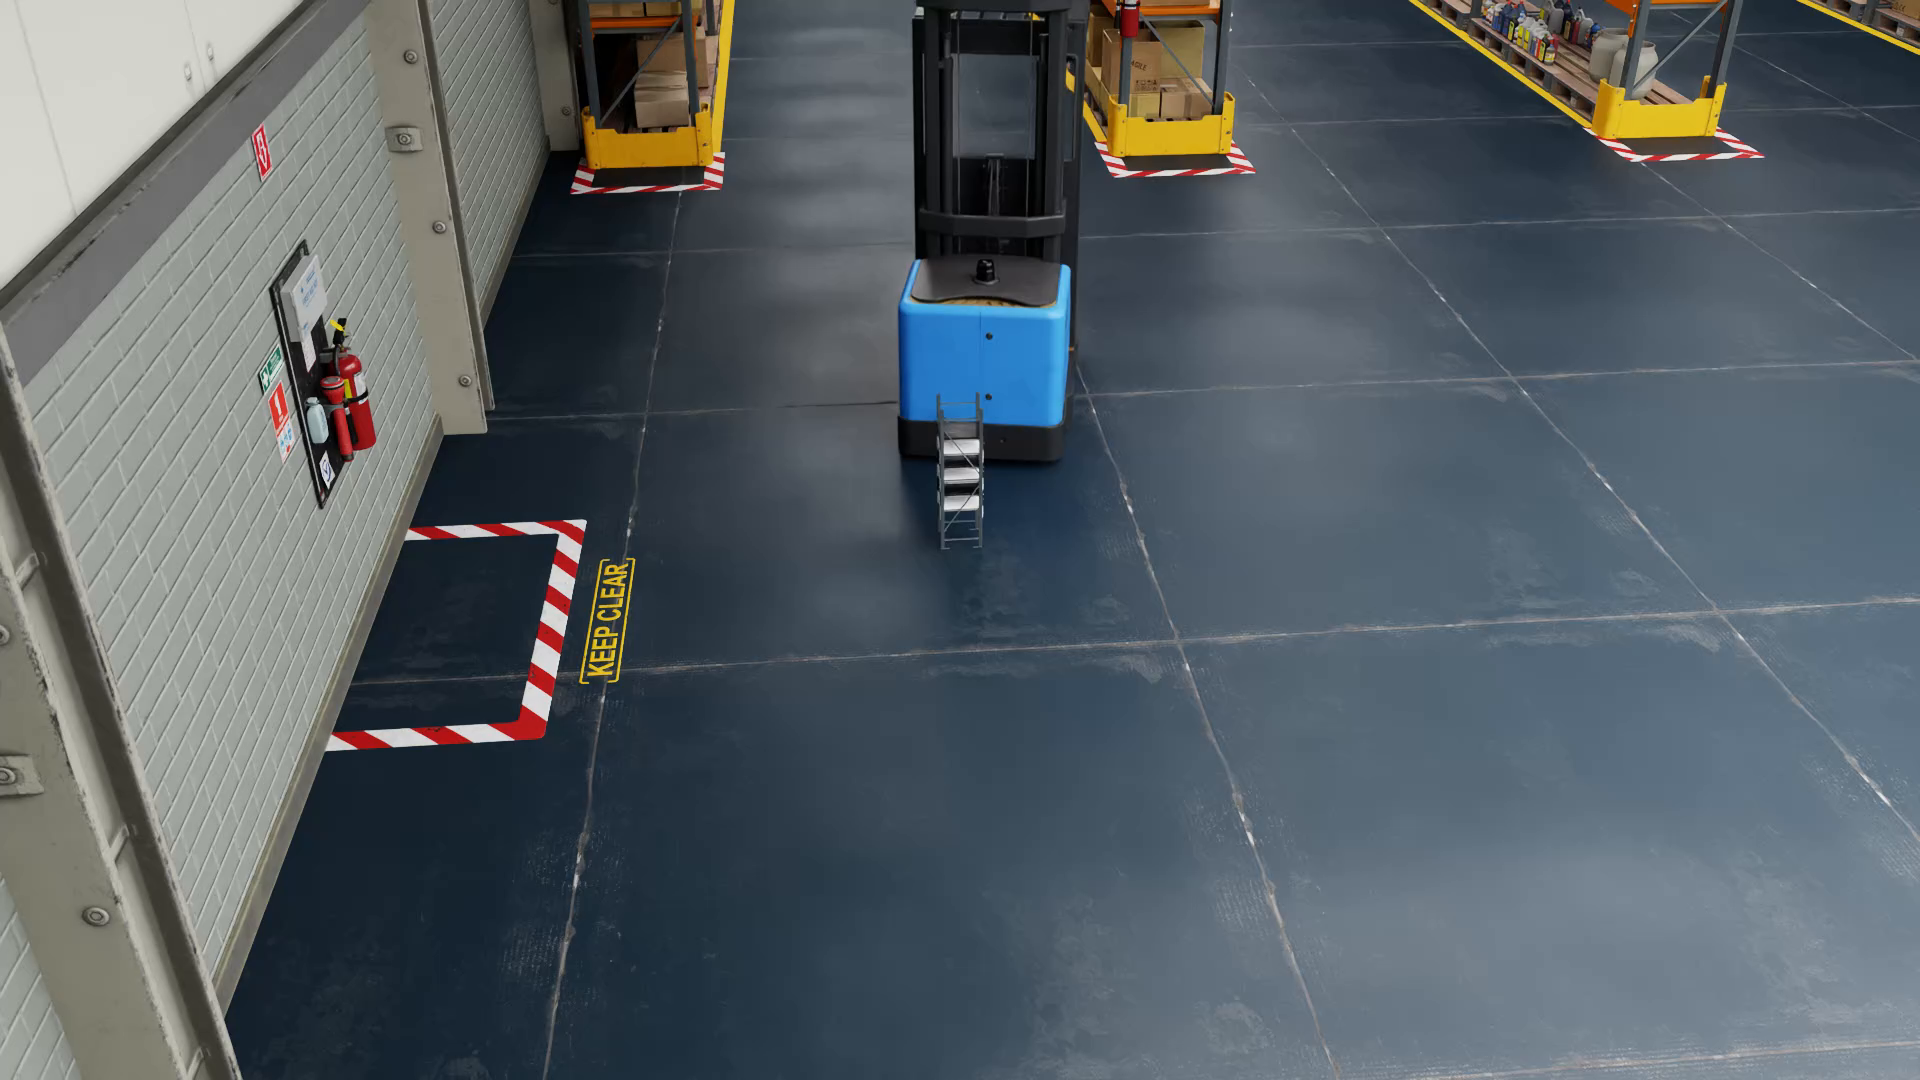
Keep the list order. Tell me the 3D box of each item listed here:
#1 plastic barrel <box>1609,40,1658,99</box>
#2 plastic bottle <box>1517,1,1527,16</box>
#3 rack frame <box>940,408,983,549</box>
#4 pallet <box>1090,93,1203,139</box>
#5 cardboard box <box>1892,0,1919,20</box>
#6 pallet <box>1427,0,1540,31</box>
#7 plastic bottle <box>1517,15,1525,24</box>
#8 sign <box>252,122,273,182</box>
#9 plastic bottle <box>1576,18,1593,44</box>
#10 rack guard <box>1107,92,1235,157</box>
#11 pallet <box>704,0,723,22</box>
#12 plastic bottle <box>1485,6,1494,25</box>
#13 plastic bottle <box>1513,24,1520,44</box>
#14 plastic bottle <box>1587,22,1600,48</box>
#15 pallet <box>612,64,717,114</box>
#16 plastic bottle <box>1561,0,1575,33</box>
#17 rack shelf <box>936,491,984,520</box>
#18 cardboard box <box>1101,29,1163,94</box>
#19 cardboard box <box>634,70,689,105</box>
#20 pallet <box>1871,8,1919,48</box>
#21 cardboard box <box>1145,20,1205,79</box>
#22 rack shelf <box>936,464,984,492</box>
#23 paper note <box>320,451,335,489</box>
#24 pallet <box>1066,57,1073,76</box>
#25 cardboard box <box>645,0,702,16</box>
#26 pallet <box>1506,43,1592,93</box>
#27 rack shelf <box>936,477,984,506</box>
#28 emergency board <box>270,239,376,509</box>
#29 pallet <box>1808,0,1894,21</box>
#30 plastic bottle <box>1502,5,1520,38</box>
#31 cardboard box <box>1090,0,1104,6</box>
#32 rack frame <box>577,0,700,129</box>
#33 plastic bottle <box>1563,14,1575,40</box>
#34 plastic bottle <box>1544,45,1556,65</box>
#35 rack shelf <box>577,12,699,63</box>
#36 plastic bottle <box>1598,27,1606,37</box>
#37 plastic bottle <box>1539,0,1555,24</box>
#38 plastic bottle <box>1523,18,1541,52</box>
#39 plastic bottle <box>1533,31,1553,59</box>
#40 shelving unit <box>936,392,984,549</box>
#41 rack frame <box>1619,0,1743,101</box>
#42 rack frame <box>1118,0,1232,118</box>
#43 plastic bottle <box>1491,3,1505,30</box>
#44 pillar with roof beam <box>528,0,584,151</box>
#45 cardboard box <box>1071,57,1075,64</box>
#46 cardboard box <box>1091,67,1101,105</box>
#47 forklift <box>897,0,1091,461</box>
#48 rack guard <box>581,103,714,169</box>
[{"bbox_3d":[6.806,-4.752,16.797,0.421,0.512,0.421,0,31,0],"label":"plastic barrel"},{"bbox_3d":[6.375,-5.976,18.984,0.144,0.351,0.185,-3,31,-5],"label":"plastic bottle"},{"bbox_3d":[0.009,-0.339,9.439,0.240,0.900,0.006,-3,31,-5],"label":"rack frame"},{"bbox_3d":[1.898,-4.263,16.682,1.003,0.211,1.213,-3,31,-5],"label":"pallet"},{"bbox_3d":[11.498,-6.488,19.715,0.500,0.500,0.500,-4,31,-6],"label":"cardboard box"},{"bbox_3d":[6.458,-6.552,20.513,1.003,0.211,1.213,-3,31,-5],"label":"pallet"},{"bbox_3d":[6.300,-5.766,18.709,0.097,0.271,0.097,0,31,0],"label":"plastic bottle"},{"bbox_3d":[-3.192,-1.808,7.592,0.001,0.298,0.199,-3,31,-5],"label":"sign"},{"bbox_3d":[6.976,-5.708,18.609,0.152,0.276,0.135,-2,31,-4],"label":"plastic bottle"},{"bbox_3d":[2.013,-3.987,15.937,1.175,0.500,0.348,-3,31,-5],"label":"rack guard"},{"bbox_3d":[-3.486,-6.700,20.761,1.003,0.211,1.213,-3,31,-5],"label":"pallet"},{"bbox_3d":[6.172,-6.102,19.340,0.097,0.201,0.097,0,31,0],"label":"plastic bottle"},{"bbox_3d":[6.253,-5.663,18.606,0.097,0.201,0.097,0,31,0],"label":"plastic bottle"},{"bbox_3d":[7.024,-5.595,18.424,0.097,0.271,0.097,0,31,0],"label":"plastic bottle"},{"bbox_3d":[-3.079,-4.712,17.434,1.003,0.211,1.213,-3,31,-5],"label":"pallet"},{"bbox_3d":[6.935,-5.988,19.005,0.144,0.351,0.185,-4,31,-7],"label":"plastic bottle"},{"bbox_3d":[-0.001,-0.207,9.636,0.258,0.077,0.200,-3,31,-5],"label":"rack shelf"},{"bbox_3d":[1.665,-4.653,16.156,0.500,0.500,0.500,-3,31,-5],"label":"cardboard box"},{"bbox_3d":[-2.949,-4.516,16.579,0.500,0.311,0.500,0,31,0],"label":"cardboard box"},{"bbox_3d":[11.599,-6.049,19.671,1.003,0.211,1.213,-3,31,-5],"label":"pallet"},{"bbox_3d":[2.134,-4.934,16.625,0.500,0.500,0.500,-3,31,-5],"label":"cardboard box"},{"bbox_3d":[-0.001,-0.362,9.543,0.258,0.077,0.200,-3,31,-5],"label":"rack shelf"},{"bbox_3d":[-3.146,-0.350,8.270,0.016,0.148,0.142,-3,31,-5],"label":"paper note"},{"bbox_3d":[1.670,-5.509,18.767,1.003,0.211,1.213,-3,31,-5],"label":"pallet"},{"bbox_3d":[-2.650,-5.041,15.392,0.500,0.250,0.500,-4,31,-6],"label":"cardboard box"},{"bbox_3d":[6.708,-5.183,18.222,1.003,0.211,1.213,-3,31,-5],"label":"pallet"},{"bbox_3d":[-0.001,-0.285,9.589,0.258,0.077,0.200,-3,31,-5],"label":"rack shelf"},{"bbox_3d":[-3.094,-0.822,8.201,0.194,1.169,0.643,-3,31,-5],"label":"emergency board"},{"bbox_3d":[11.427,-6.787,20.907,1.003,0.211,1.213,-3,31,-5],"label":"pallet"},{"bbox_3d":[6.249,-5.873,18.812,0.144,0.351,0.185,-4,31,-7],"label":"plastic bottle"},{"bbox_3d":[1.511,-5.419,17.437,0.500,0.500,0.500,-3,31,-5],"label":"cardboard box"},{"bbox_3d":[-2.920,-4.833,14.916,1.000,3.000,0.127,-3,31,-5],"label":"rack frame"},{"bbox_3d":[6.865,-5.777,18.716,0.061,0.283,0.133,-3,31,-5],"label":"plastic bottle"},{"bbox_3d":[6.335,-5.212,17.850,0.097,0.201,0.097,0,31,0],"label":"plastic bottle"},{"bbox_3d":[-3.107,-5.545,16.810,1.077,0.370,4.000,-3,31,-5],"label":"rack shelf"},{"bbox_3d":[7.043,-5.492,18.251,0.097,0.271,0.097,0,31,0],"label":"plastic bottle"},{"bbox_3d":[6.773,-6.080,19.157,0.144,0.351,0.185,-3,31,-5],"label":"plastic bottle"},{"bbox_3d":[6.307,-5.561,18.289,0.144,0.351,0.185,-2,31,-3],"label":"plastic bottle"},{"bbox_3d":[6.339,-5.374,18.049,0.152,0.276,0.135,-3,31,-4],"label":"plastic bottle"},{"bbox_3d":[-0.001,-0.390,9.526,0.258,0.900,0.210,-3,31,-5],"label":"shelving unit"},{"bbox_3d":[6.943,-5.308,15.711,1.000,3.000,0.127,-3,31,-5],"label":"rack frame"},{"bbox_3d":[2.011,-5.072,15.317,1.000,3.000,0.127,-3,31,-5],"label":"rack frame"},{"bbox_3d":[6.220,-6.022,19.134,0.152,0.276,0.135,-2,31,-3],"label":"plastic bottle"},{"bbox_3d":[0.439,-7.931,14.252,9.100,9.000,0.400,-3,31,-5],"label":"pillar with roof beam"},{"bbox_3d":[1.462,-5.352,18.057,0.500,0.250,0.500,-3,31,-5],"label":"cardboard box"},{"bbox_3d":[1.608,-4.586,16.775,0.500,0.250,0.500,-3,31,-5],"label":"cardboard box"},{"bbox_3d":[0.269,-2.484,11.051,1.130,2.935,3.031,3,31,5],"label":"forklift"},{"bbox_3d":[-2.928,-3.799,15.622,1.175,0.500,0.348,-3,31,-5],"label":"rack guard"}]
